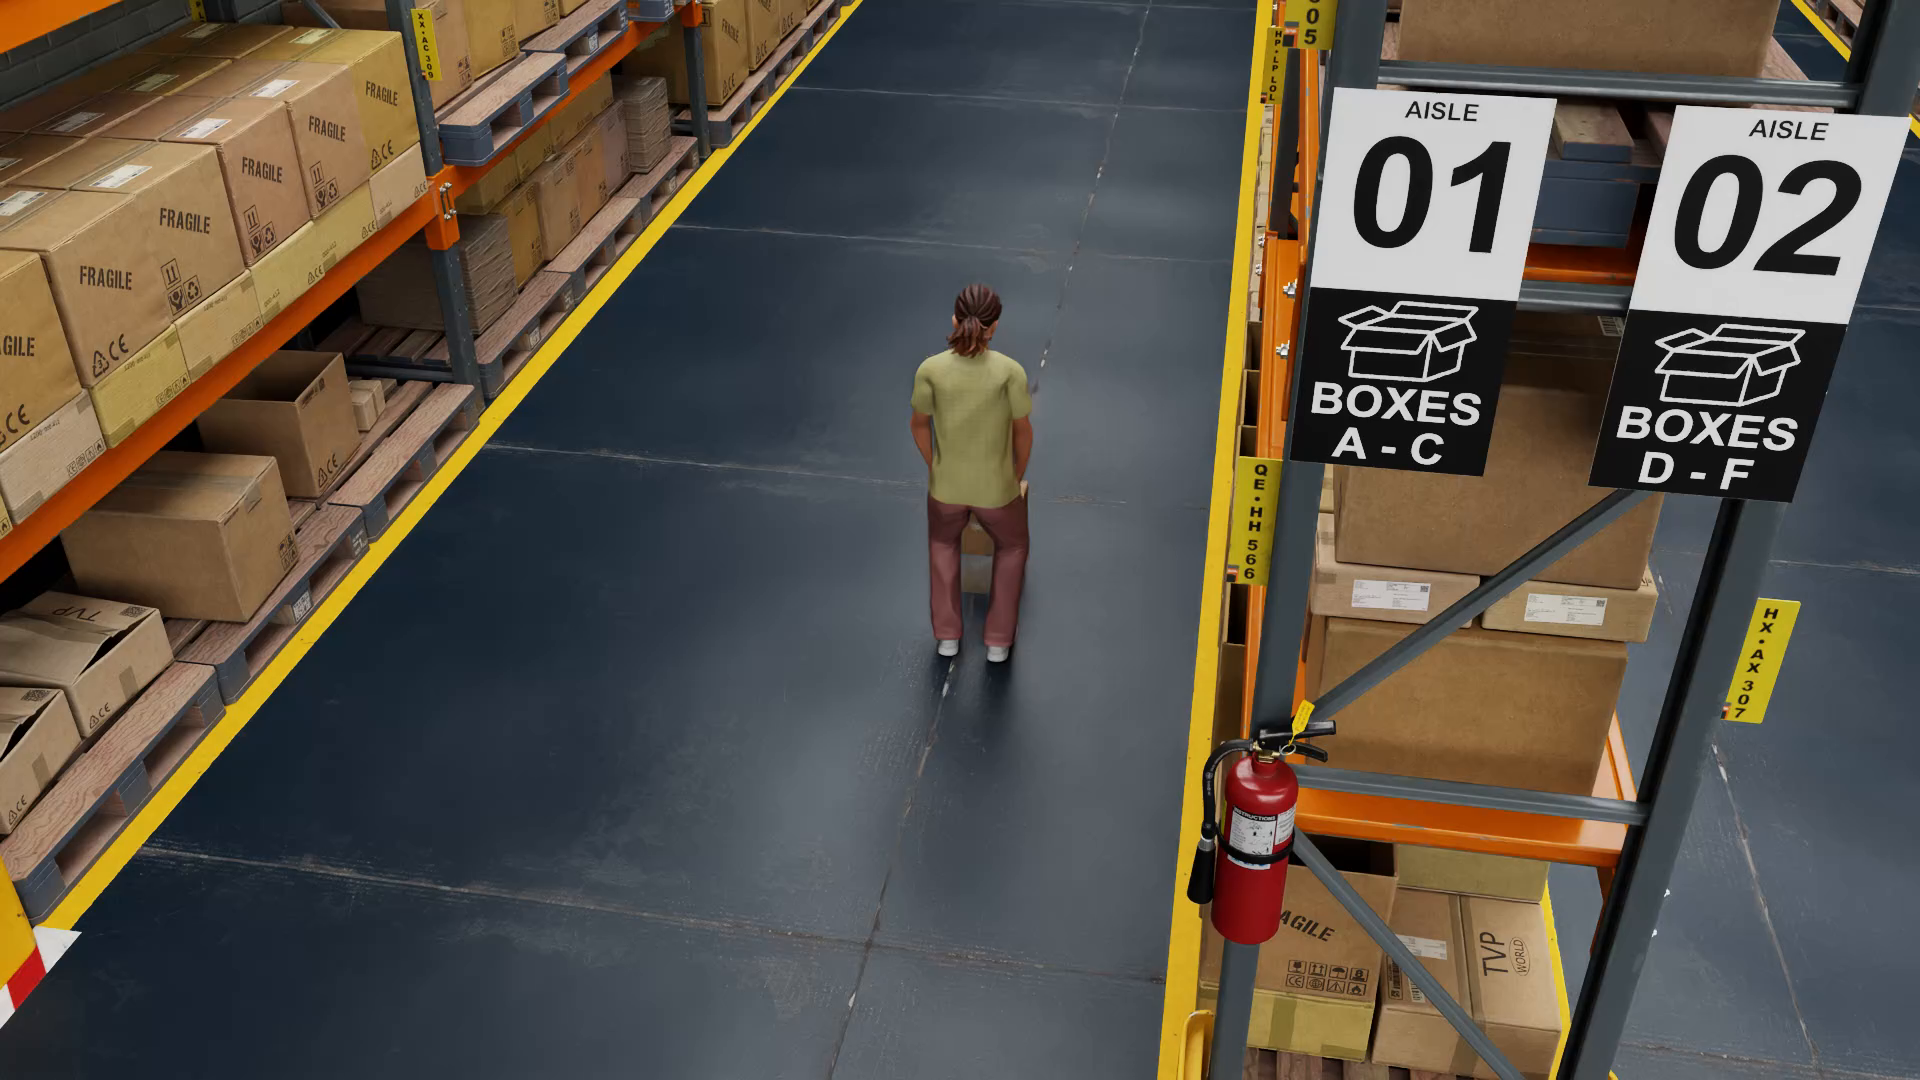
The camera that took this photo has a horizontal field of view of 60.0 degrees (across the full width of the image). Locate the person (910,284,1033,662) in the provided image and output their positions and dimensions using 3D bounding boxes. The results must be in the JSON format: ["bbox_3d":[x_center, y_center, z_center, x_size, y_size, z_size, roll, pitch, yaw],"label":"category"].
[{"bbox_3d":[0.043,-0.242,6.639,0.490,1.556,0.488,6,33,9],"label":"person"}]
